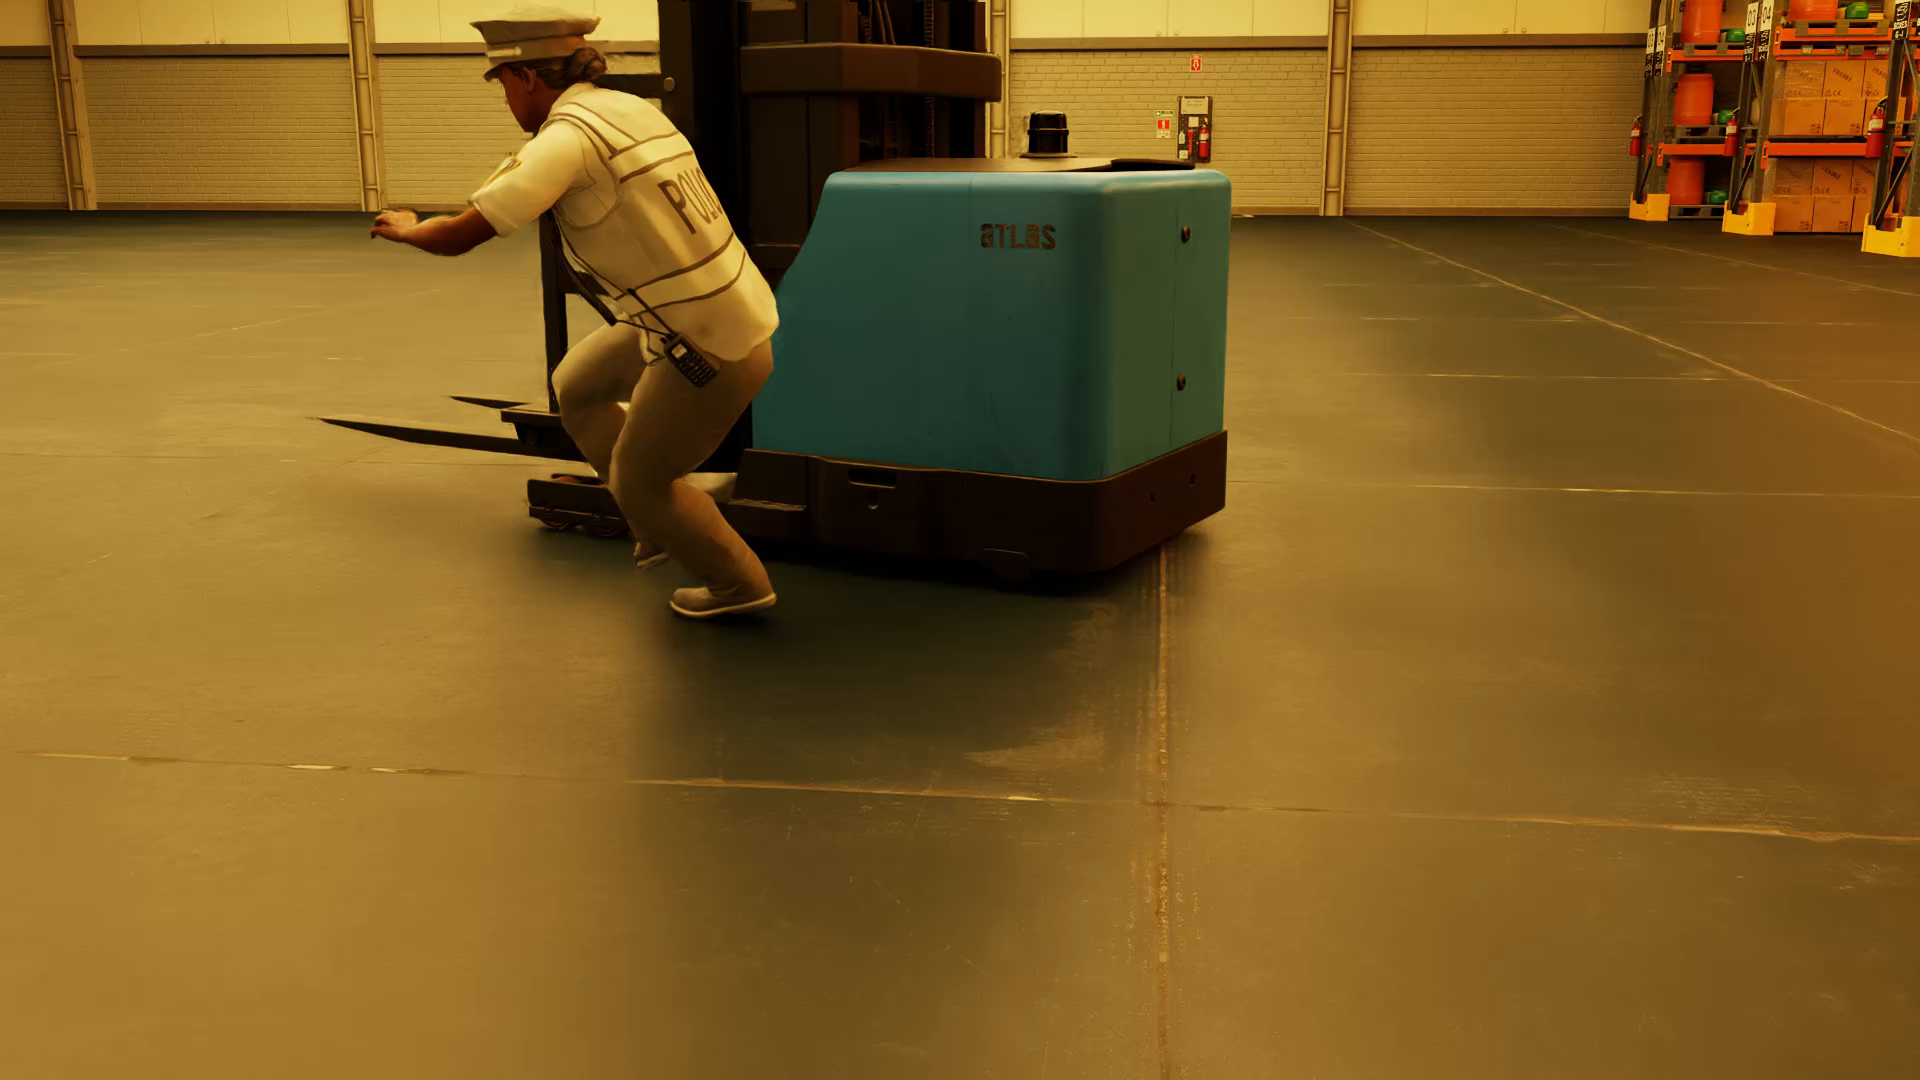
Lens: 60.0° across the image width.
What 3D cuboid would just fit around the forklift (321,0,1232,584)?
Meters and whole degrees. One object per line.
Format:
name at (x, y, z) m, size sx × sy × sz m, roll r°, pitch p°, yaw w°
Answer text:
forklift at (-0.734, -1.532, 5.062) m, size 3.031 × 2.935 × 1.130 m, roll 7°, pitch 15°, yaw 28°

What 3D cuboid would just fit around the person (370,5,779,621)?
person at (-0.817, -0.445, 3.728) m, size 0.863 × 1.422 × 0.883 m, roll 0°, pitch 13°, yaw 2°
